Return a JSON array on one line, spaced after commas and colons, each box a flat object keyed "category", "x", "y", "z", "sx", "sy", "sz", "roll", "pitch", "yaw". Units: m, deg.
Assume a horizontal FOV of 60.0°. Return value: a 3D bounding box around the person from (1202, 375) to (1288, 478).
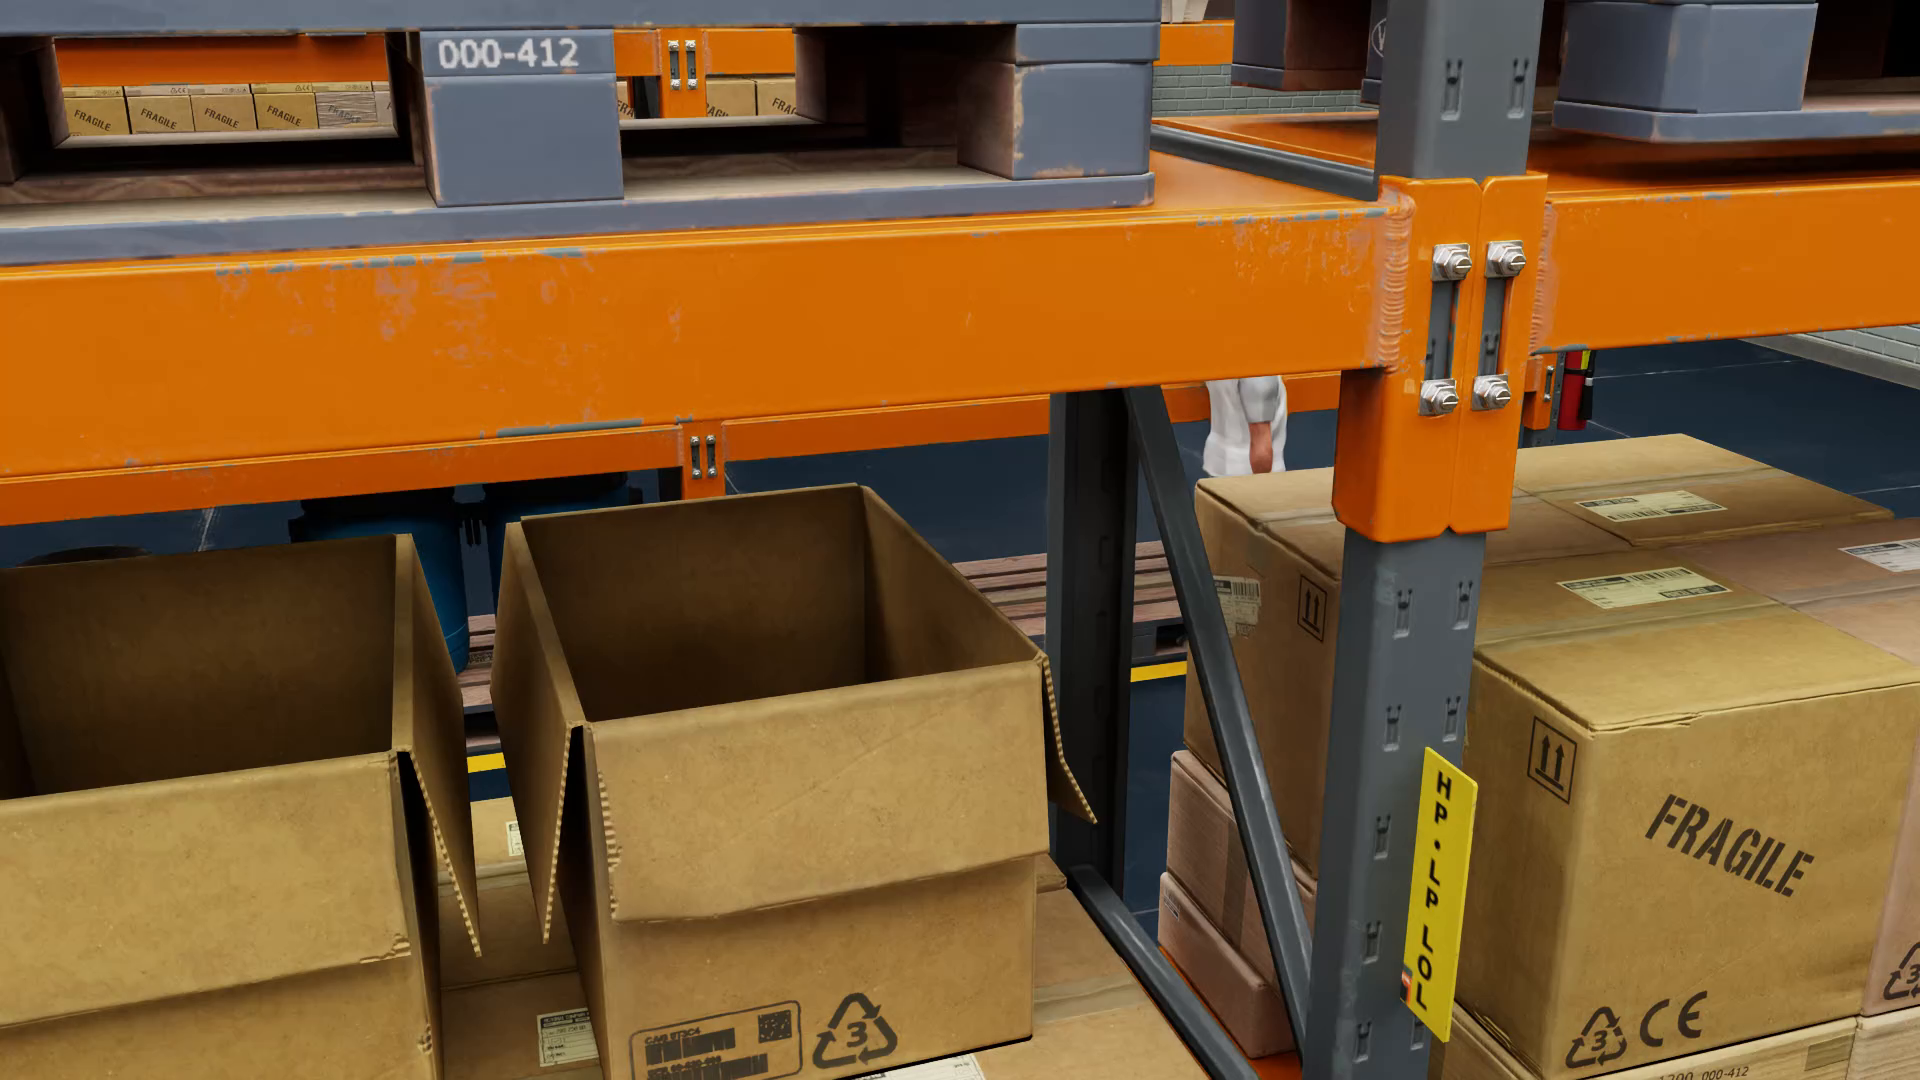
[{"category": "person", "x": 1.246, "y": -0.260, "z": 7.275, "sx": 0.355, "sy": 1.792, "sz": 0.525, "roll": -6, "pitch": 20, "yaw": -16}]
